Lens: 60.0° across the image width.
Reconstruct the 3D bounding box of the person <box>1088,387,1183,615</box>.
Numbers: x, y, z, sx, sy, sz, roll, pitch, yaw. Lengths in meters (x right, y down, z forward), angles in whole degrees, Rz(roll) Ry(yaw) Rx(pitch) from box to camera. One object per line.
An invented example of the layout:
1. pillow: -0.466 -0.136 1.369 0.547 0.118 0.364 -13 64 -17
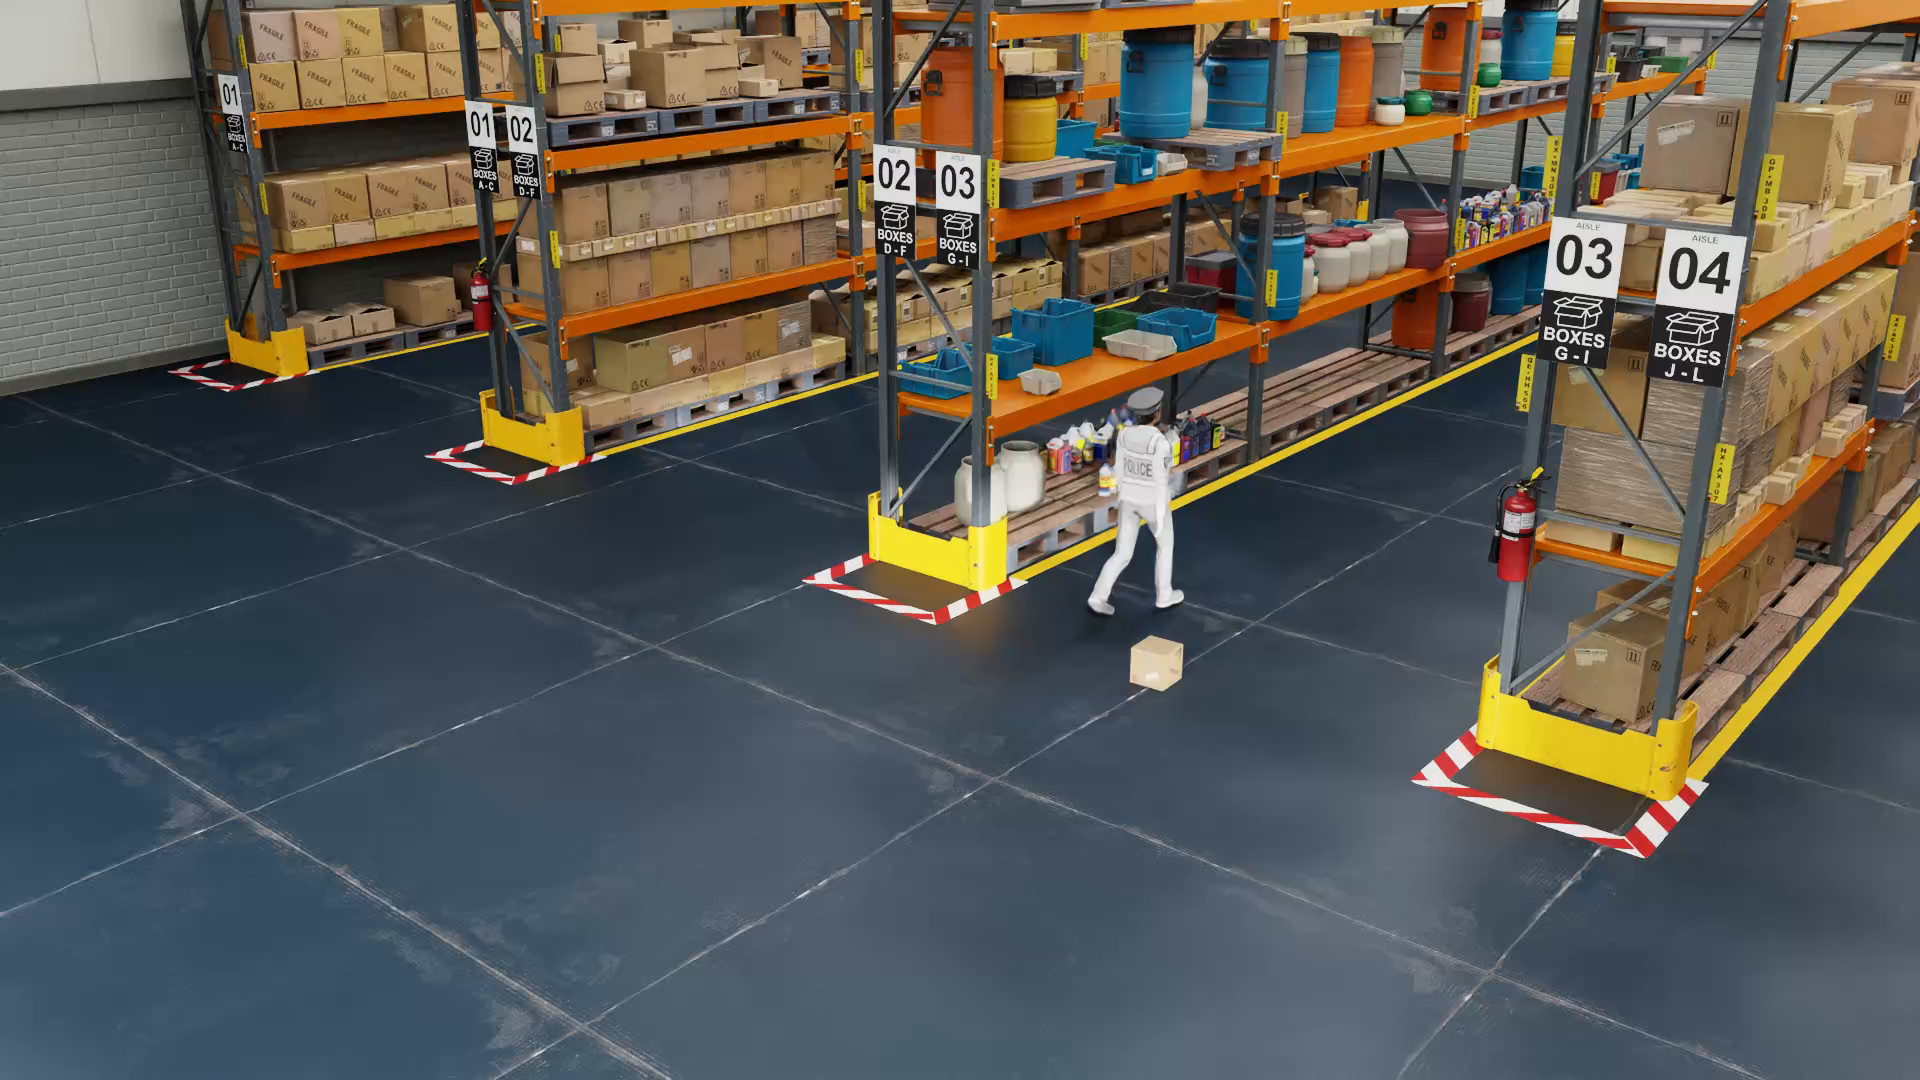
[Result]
1. person: 1.252 -0.253 11.700 0.484 1.646 0.916 15 25 35
